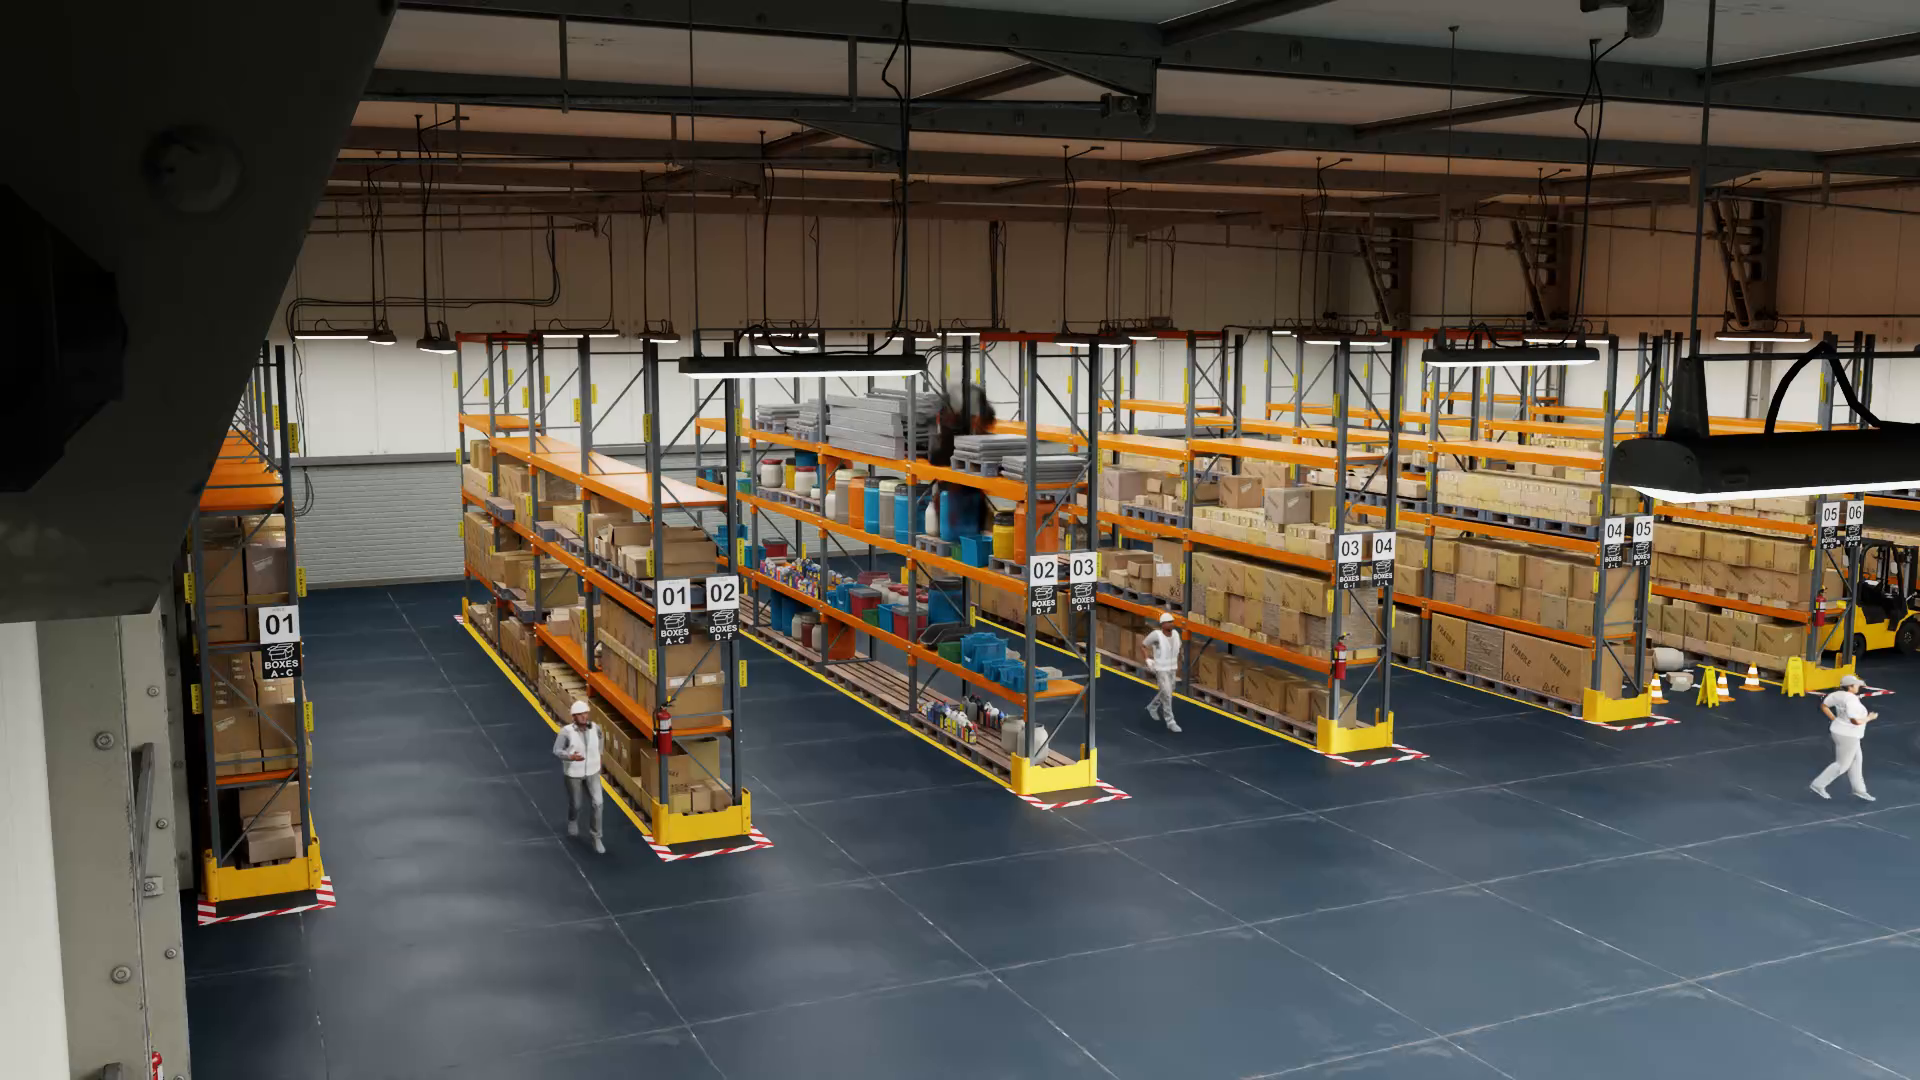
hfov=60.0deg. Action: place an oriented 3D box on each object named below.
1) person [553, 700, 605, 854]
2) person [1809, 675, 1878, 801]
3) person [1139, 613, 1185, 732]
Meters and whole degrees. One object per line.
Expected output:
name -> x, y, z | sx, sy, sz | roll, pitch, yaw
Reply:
person -> -4.532, 2.792, 19.895 | 0.684, 1.802, 0.924 | -4, 9, -28
person -> 11.532, 2.579, 21.628 | 0.854, 1.685, 0.597 | 2, 8, 11
person -> 3.148, 1.993, 25.561 | 0.700, 1.778, 0.913 | -5, 9, -35
